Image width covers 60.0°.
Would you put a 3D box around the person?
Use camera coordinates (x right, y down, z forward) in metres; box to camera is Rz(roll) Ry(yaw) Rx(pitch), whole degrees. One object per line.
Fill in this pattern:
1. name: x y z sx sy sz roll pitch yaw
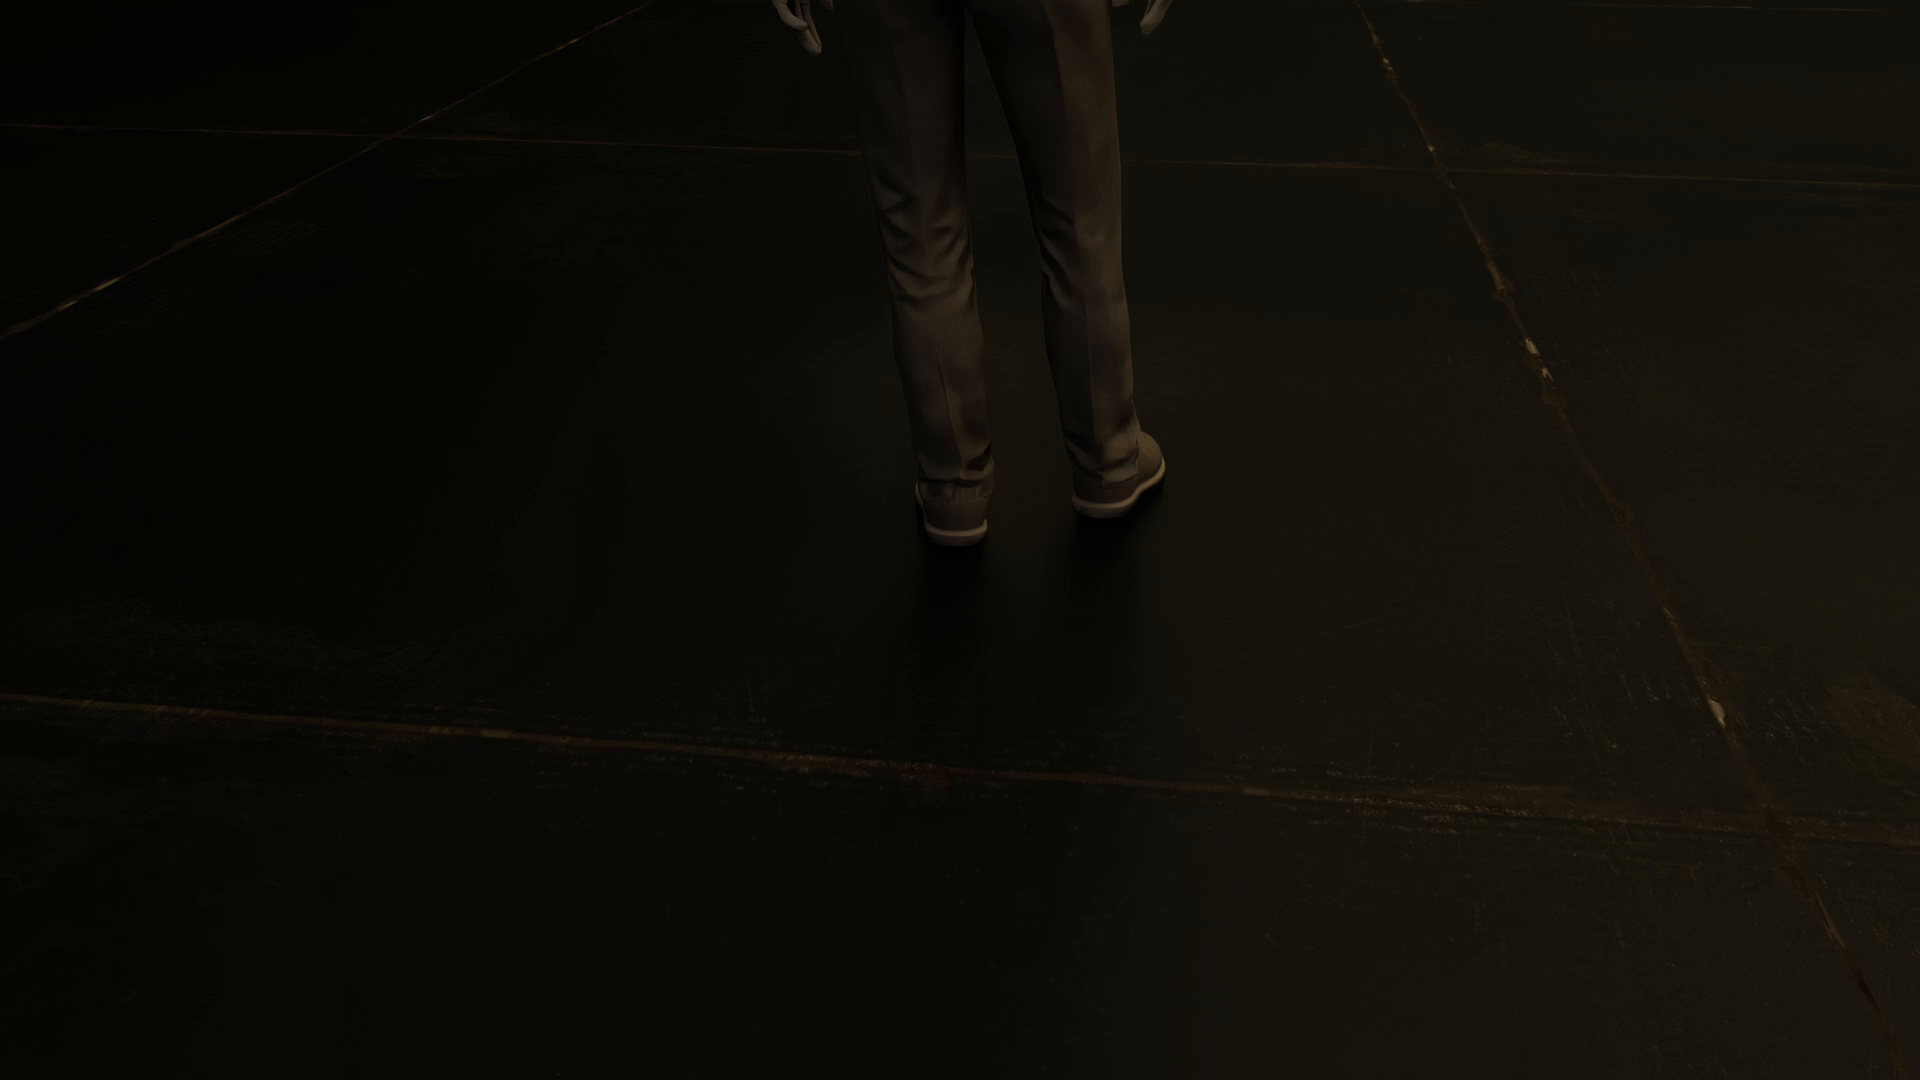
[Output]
1. person: 0.015 -0.794 2.179 0.587 1.695 0.531 3 27 7
